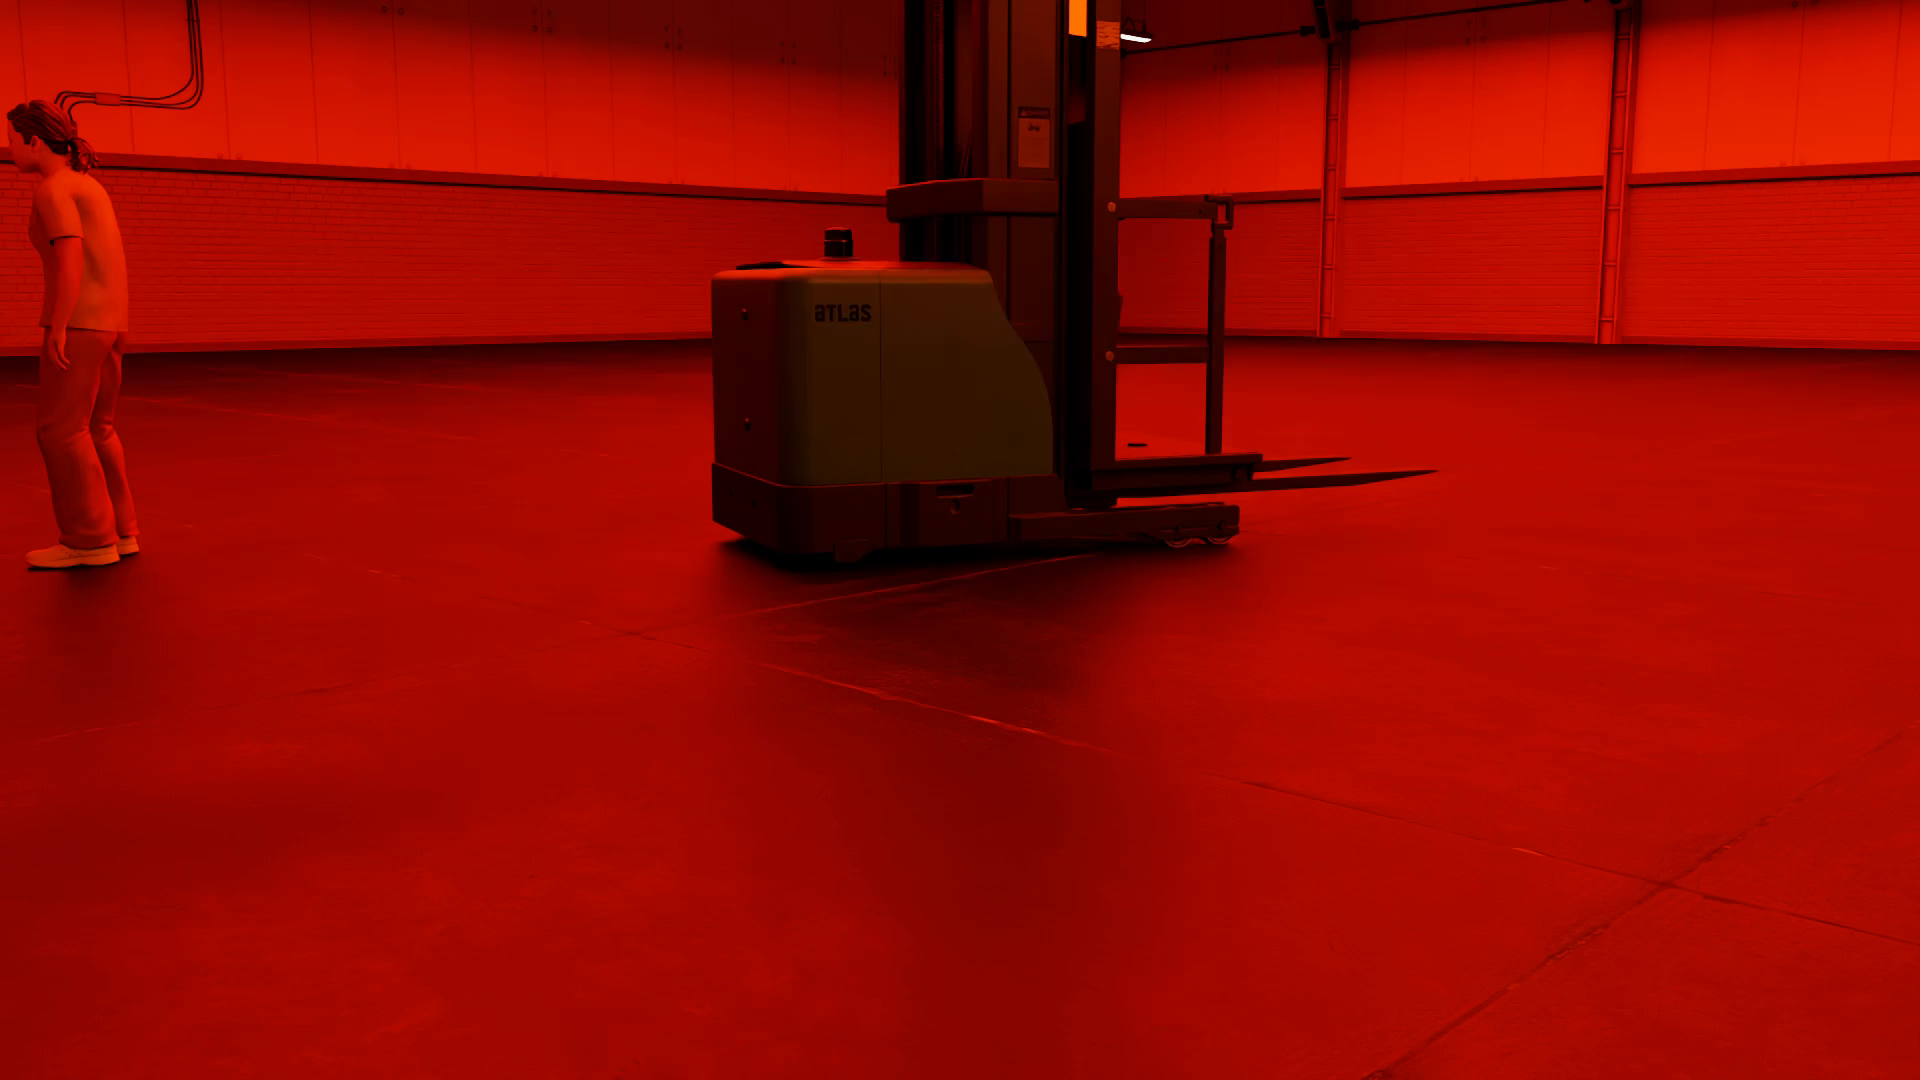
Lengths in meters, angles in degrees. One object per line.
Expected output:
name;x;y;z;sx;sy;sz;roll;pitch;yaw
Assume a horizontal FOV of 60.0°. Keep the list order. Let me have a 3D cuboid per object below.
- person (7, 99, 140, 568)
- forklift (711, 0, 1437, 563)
person;-3.237;-0.745;6.070;0.363;1.668;0.500;-1;9;-10
forklift;0.559;-1.486;6.742;3.031;2.935;1.130;-4;9;-23
